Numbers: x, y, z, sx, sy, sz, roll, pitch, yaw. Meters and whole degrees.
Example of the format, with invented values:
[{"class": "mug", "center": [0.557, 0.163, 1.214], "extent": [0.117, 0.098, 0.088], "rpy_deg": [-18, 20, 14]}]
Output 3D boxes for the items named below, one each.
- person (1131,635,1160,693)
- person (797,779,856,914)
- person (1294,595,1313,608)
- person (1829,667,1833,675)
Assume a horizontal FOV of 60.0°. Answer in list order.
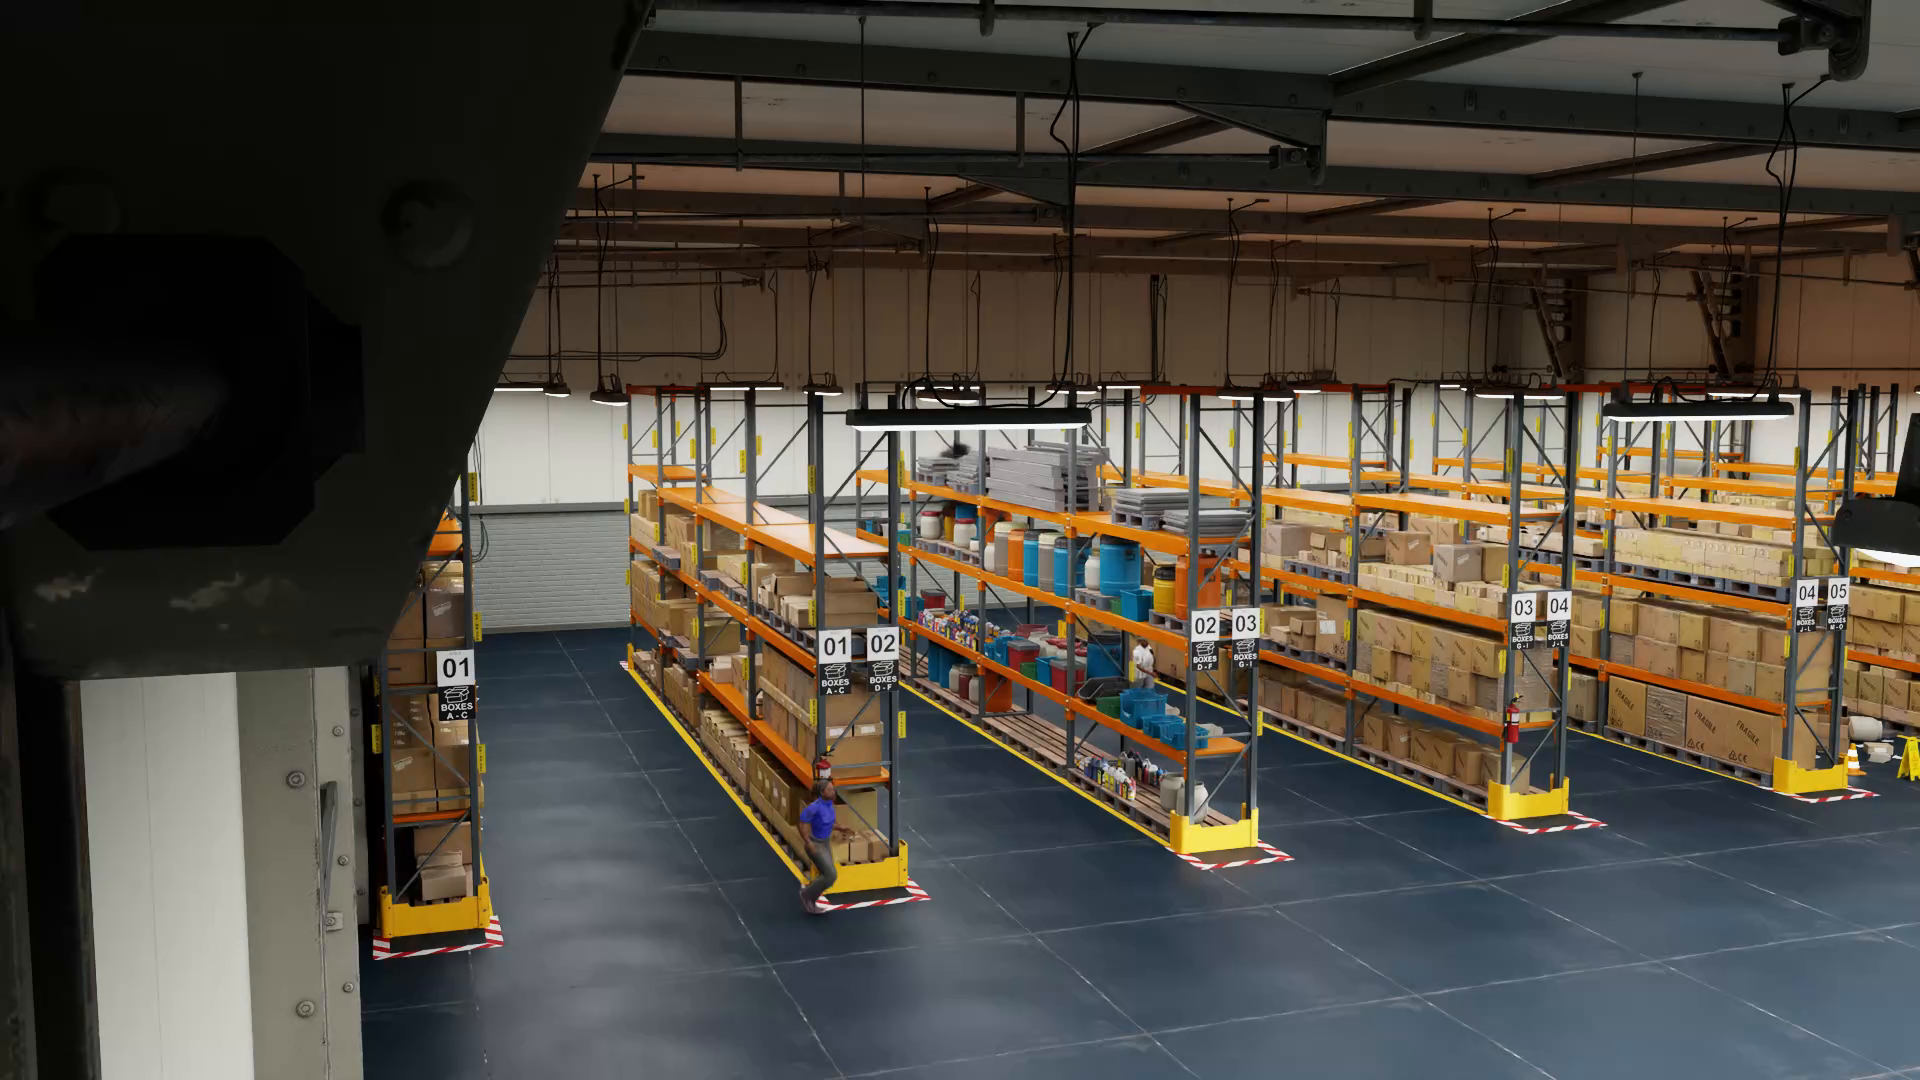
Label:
[{"class": "person", "center": [3.264, 2.462, 29.638], "extent": [0.488, 1.703, 0.697], "rpy_deg": [-3, 6, -25]}, {"class": "person", "center": [-1.554, 3.551, 19.181], "extent": [0.628, 1.595, 0.576], "rpy_deg": [2, 6, 20]}, {"class": "person", "center": [8.444, 1.192, 41.469], "extent": [0.893, 1.676, 0.617], "rpy_deg": [-2, 6, -20]}, {"class": "person", "center": [17.122, 2.057, 33.390], "extent": [0.576, 1.644, 0.903], "rpy_deg": [-2, 6, -22]}]
